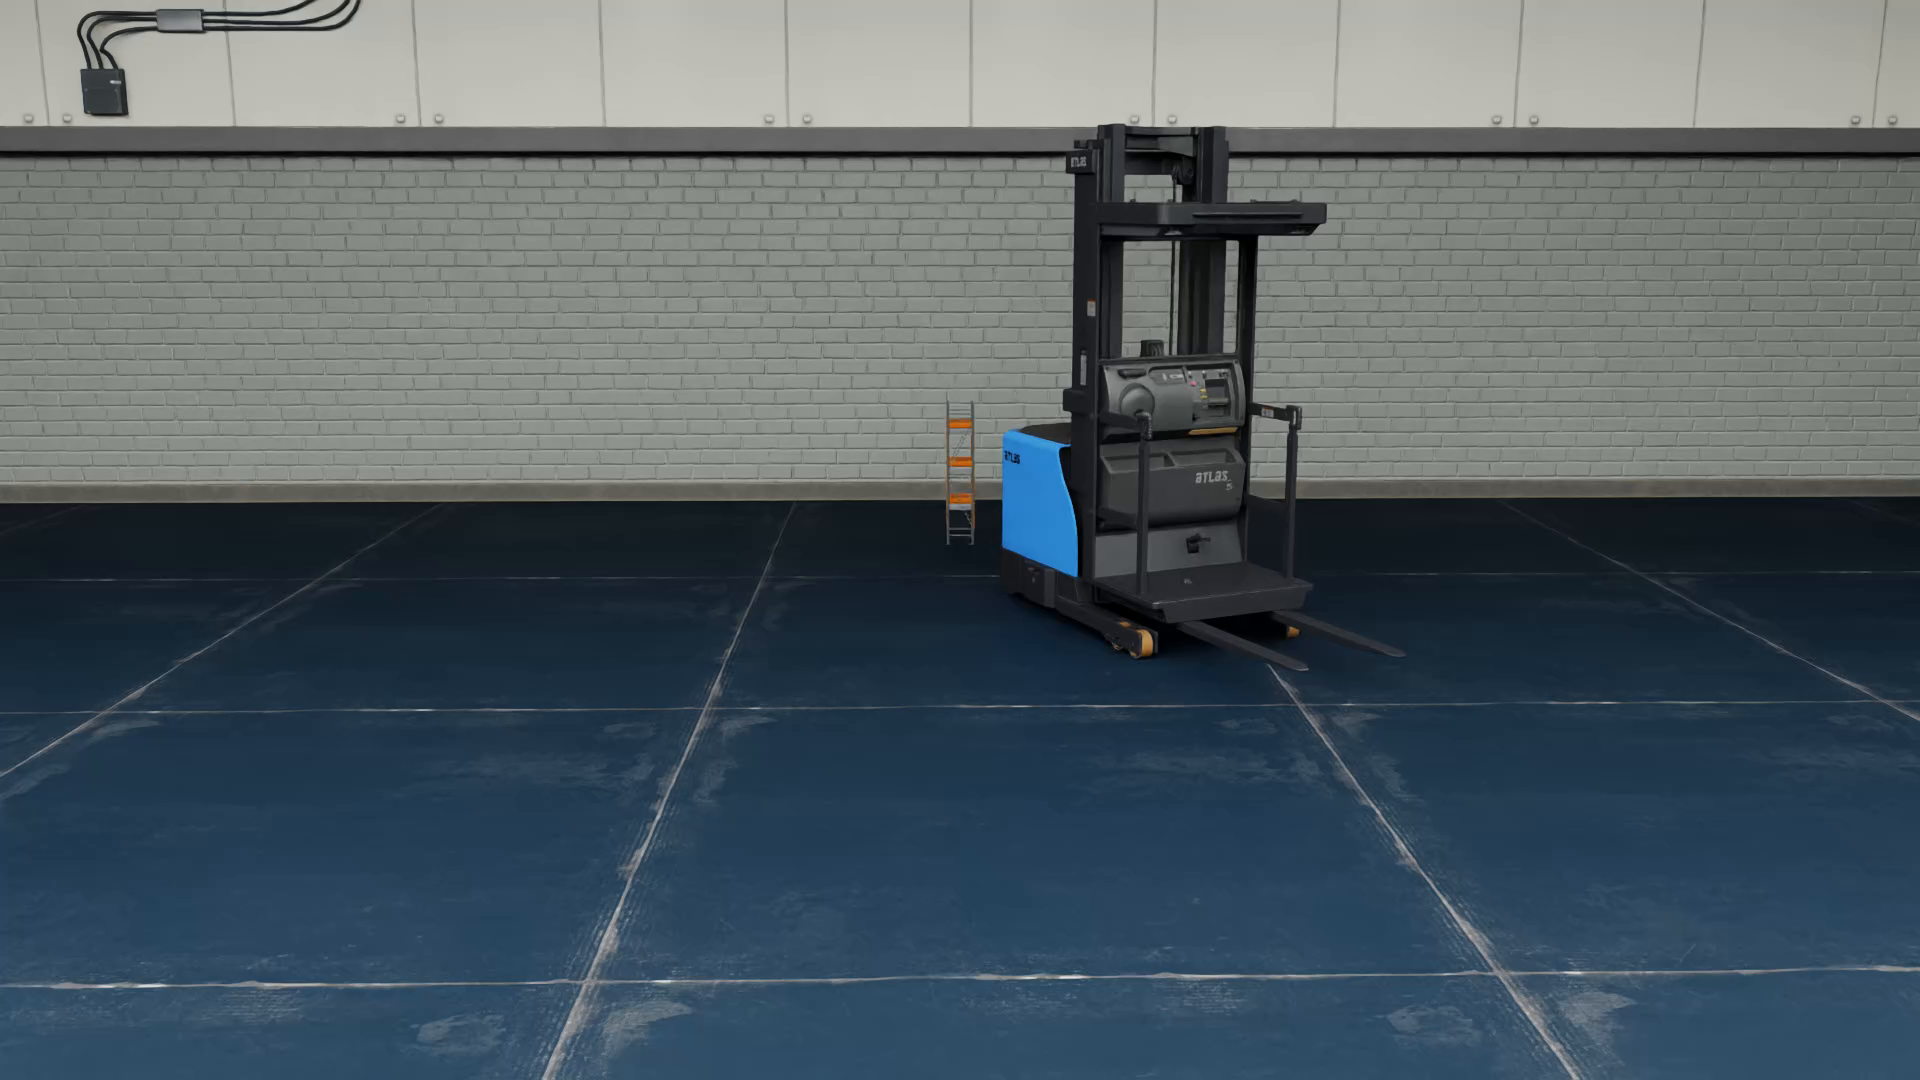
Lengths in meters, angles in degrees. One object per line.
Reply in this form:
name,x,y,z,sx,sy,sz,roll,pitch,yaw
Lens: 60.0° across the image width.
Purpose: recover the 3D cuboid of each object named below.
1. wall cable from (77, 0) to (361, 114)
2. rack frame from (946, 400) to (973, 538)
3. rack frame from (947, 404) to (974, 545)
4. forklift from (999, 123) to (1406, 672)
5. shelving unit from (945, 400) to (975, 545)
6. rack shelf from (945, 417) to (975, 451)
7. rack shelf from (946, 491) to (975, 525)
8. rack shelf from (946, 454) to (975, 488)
wall cable,-5.904,-6.388,12.861,2.305,6.003,0.169,0,11,-1
rack frame,-0.001,-0.528,12.522,0.200,1.050,0.008,0,11,-1
rack frame,0.004,-0.480,12.283,0.200,1.050,0.008,0,11,-1
forklift,1.342,-0.871,9.481,1.130,2.935,3.031,-5,13,-25
shelving unit,0.001,-0.504,12.402,0.215,1.050,0.252,0,11,-1
rack shelf,0.001,-0.772,12.348,0.215,0.259,0.240,0,11,-1
rack shelf,0.001,-0.221,12.460,0.215,0.259,0.240,0,11,-1
rack shelf,0.001,-0.494,12.404,0.215,0.259,0.240,0,11,-1
